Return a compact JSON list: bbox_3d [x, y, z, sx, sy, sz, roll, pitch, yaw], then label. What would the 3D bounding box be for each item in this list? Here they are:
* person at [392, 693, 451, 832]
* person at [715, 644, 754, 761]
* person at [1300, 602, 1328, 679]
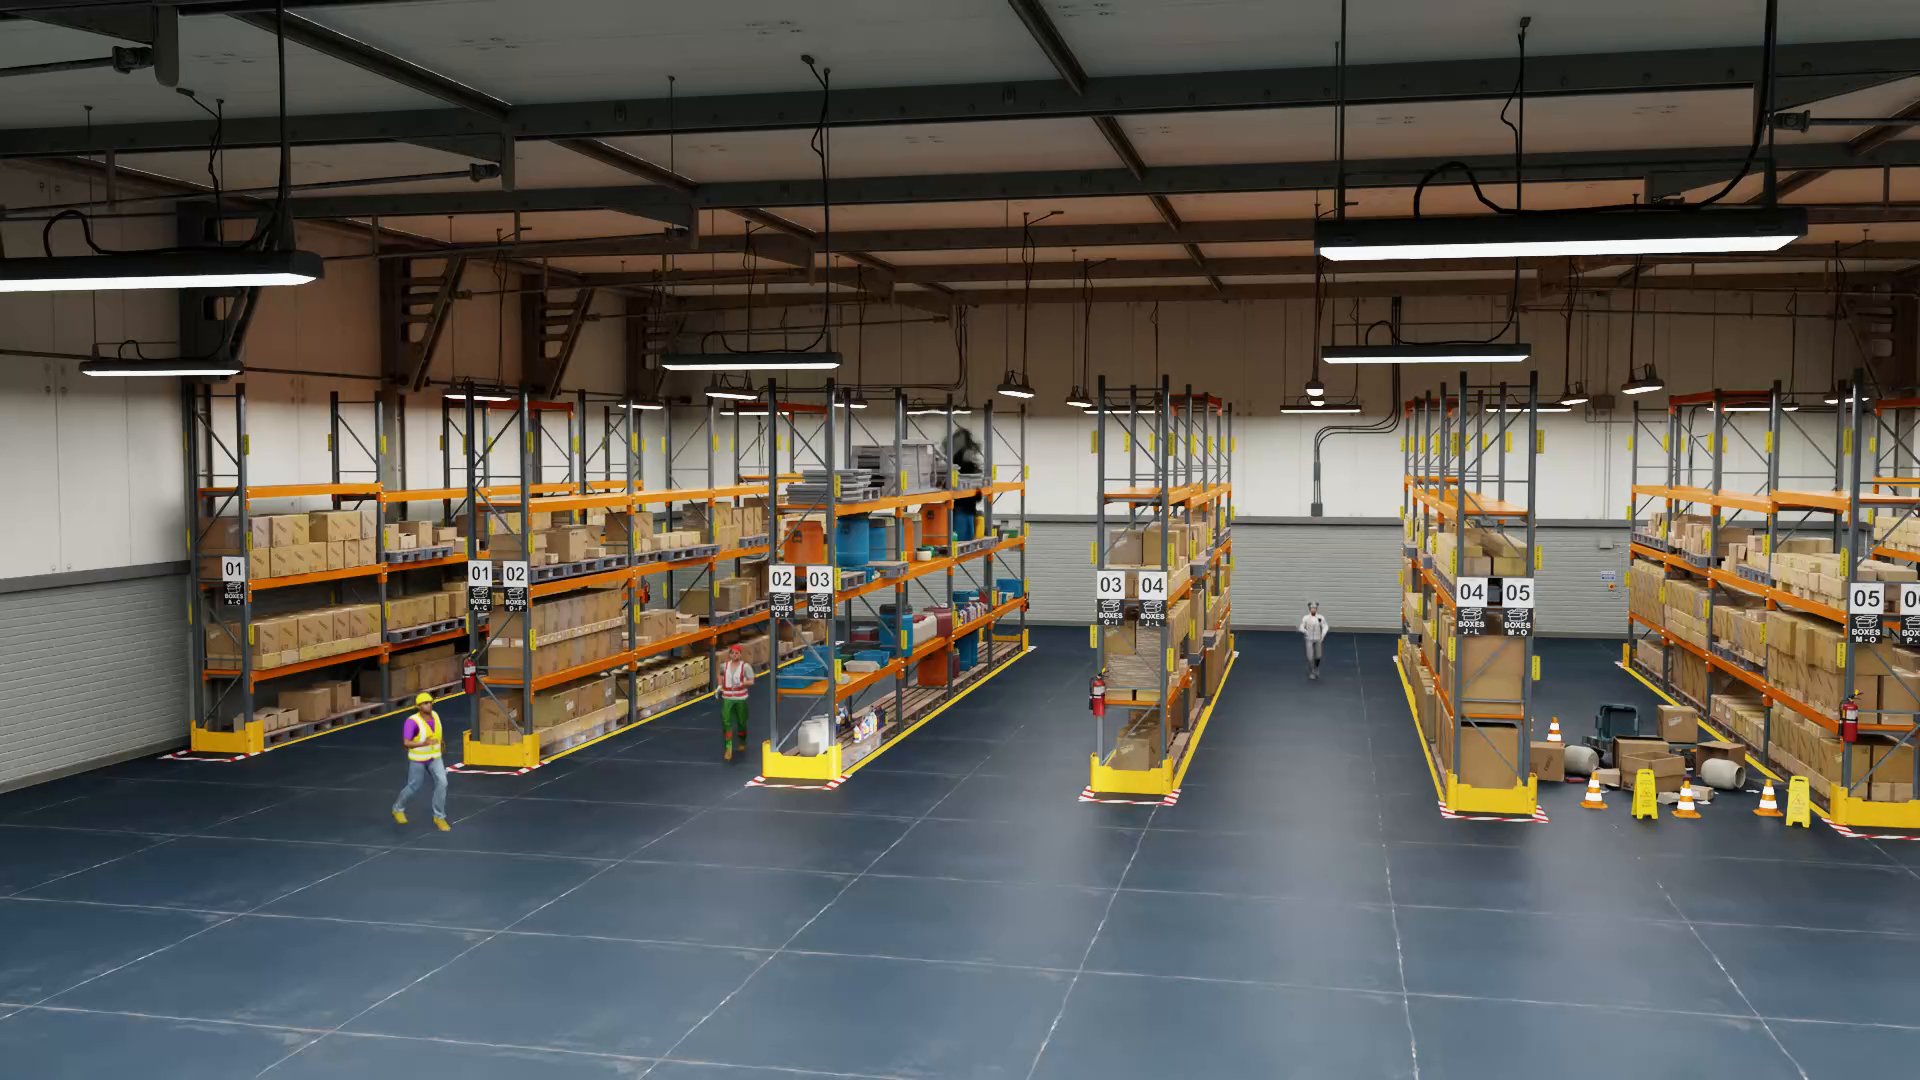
[{"bbox_3d":[-7.007,2.880,21.691,0.911,1.812,0.711,2,4,37],"label":"person"},{"bbox_3d":[-3.606,2.585,26.621,0.646,1.847,0.777,0,3,0],"label":"person"},{"bbox_3d":[7.546,2.139,35.434,0.603,1.654,0.543,1,3,9],"label":"person"}]
